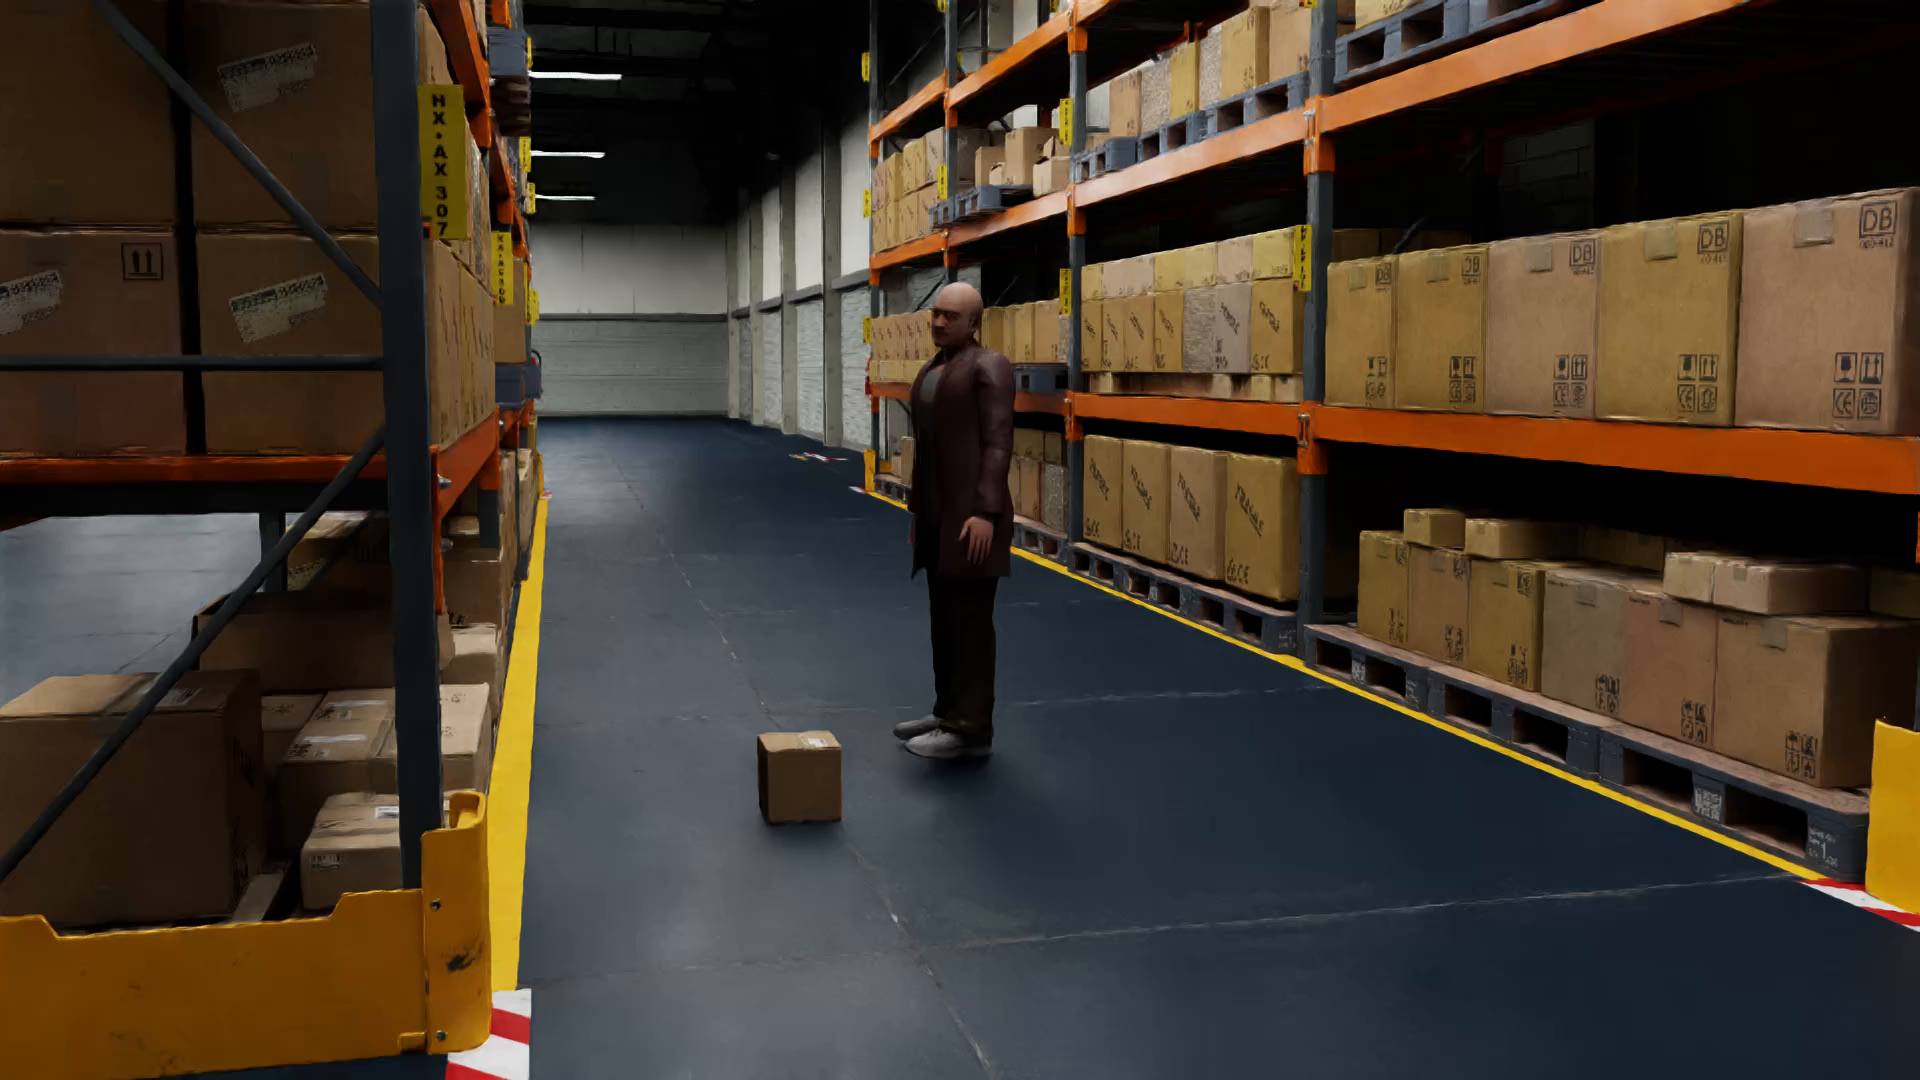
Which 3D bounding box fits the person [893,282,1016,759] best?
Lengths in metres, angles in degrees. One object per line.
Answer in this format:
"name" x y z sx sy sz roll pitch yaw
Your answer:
"person" -0.059 -0.074 6.290 0.520 1.789 0.647 -4 7 -32
